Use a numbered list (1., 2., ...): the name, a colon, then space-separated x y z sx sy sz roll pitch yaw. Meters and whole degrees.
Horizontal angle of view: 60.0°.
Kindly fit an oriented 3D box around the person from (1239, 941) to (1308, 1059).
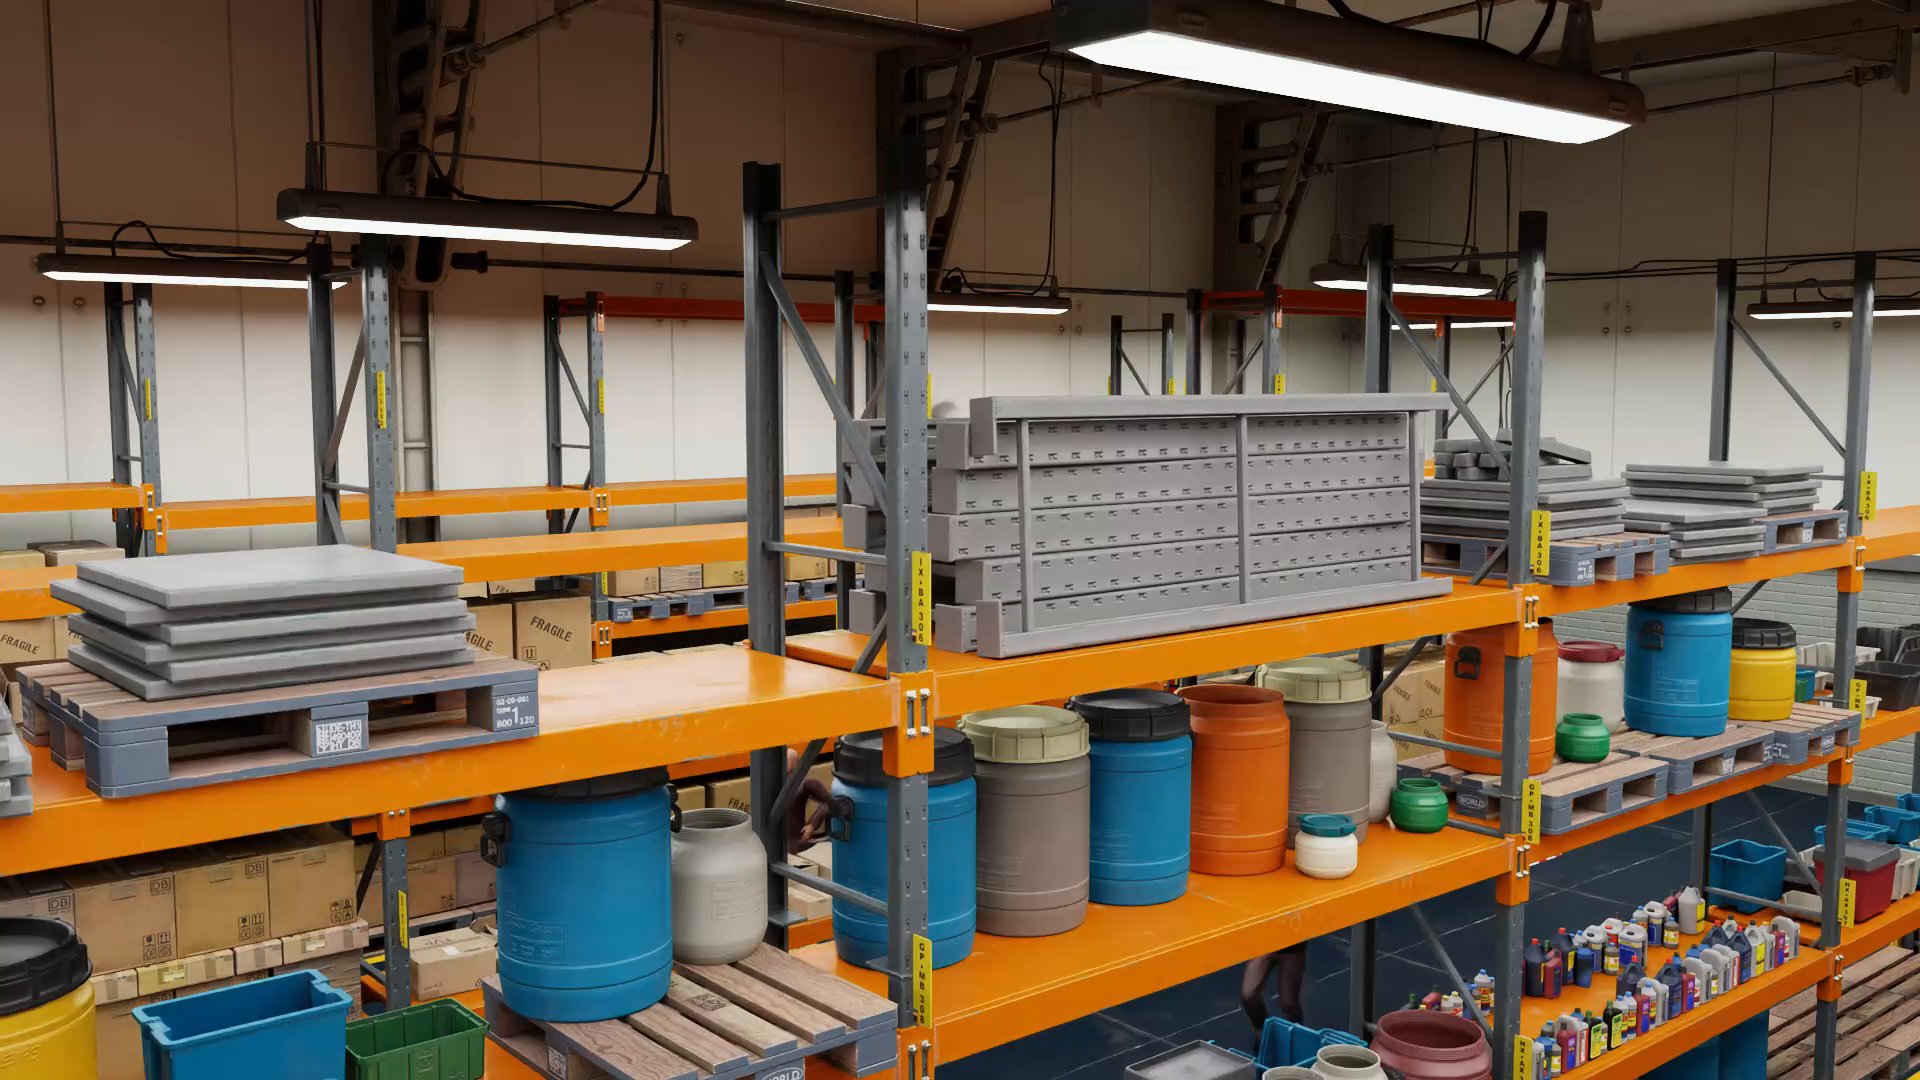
1. person: 2.379 3.108 12.544 0.631 1.721 0.694 4 7 38

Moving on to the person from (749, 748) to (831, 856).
1. person: -1.576 2.818 15.243 0.685 1.842 0.822 5 7 41
